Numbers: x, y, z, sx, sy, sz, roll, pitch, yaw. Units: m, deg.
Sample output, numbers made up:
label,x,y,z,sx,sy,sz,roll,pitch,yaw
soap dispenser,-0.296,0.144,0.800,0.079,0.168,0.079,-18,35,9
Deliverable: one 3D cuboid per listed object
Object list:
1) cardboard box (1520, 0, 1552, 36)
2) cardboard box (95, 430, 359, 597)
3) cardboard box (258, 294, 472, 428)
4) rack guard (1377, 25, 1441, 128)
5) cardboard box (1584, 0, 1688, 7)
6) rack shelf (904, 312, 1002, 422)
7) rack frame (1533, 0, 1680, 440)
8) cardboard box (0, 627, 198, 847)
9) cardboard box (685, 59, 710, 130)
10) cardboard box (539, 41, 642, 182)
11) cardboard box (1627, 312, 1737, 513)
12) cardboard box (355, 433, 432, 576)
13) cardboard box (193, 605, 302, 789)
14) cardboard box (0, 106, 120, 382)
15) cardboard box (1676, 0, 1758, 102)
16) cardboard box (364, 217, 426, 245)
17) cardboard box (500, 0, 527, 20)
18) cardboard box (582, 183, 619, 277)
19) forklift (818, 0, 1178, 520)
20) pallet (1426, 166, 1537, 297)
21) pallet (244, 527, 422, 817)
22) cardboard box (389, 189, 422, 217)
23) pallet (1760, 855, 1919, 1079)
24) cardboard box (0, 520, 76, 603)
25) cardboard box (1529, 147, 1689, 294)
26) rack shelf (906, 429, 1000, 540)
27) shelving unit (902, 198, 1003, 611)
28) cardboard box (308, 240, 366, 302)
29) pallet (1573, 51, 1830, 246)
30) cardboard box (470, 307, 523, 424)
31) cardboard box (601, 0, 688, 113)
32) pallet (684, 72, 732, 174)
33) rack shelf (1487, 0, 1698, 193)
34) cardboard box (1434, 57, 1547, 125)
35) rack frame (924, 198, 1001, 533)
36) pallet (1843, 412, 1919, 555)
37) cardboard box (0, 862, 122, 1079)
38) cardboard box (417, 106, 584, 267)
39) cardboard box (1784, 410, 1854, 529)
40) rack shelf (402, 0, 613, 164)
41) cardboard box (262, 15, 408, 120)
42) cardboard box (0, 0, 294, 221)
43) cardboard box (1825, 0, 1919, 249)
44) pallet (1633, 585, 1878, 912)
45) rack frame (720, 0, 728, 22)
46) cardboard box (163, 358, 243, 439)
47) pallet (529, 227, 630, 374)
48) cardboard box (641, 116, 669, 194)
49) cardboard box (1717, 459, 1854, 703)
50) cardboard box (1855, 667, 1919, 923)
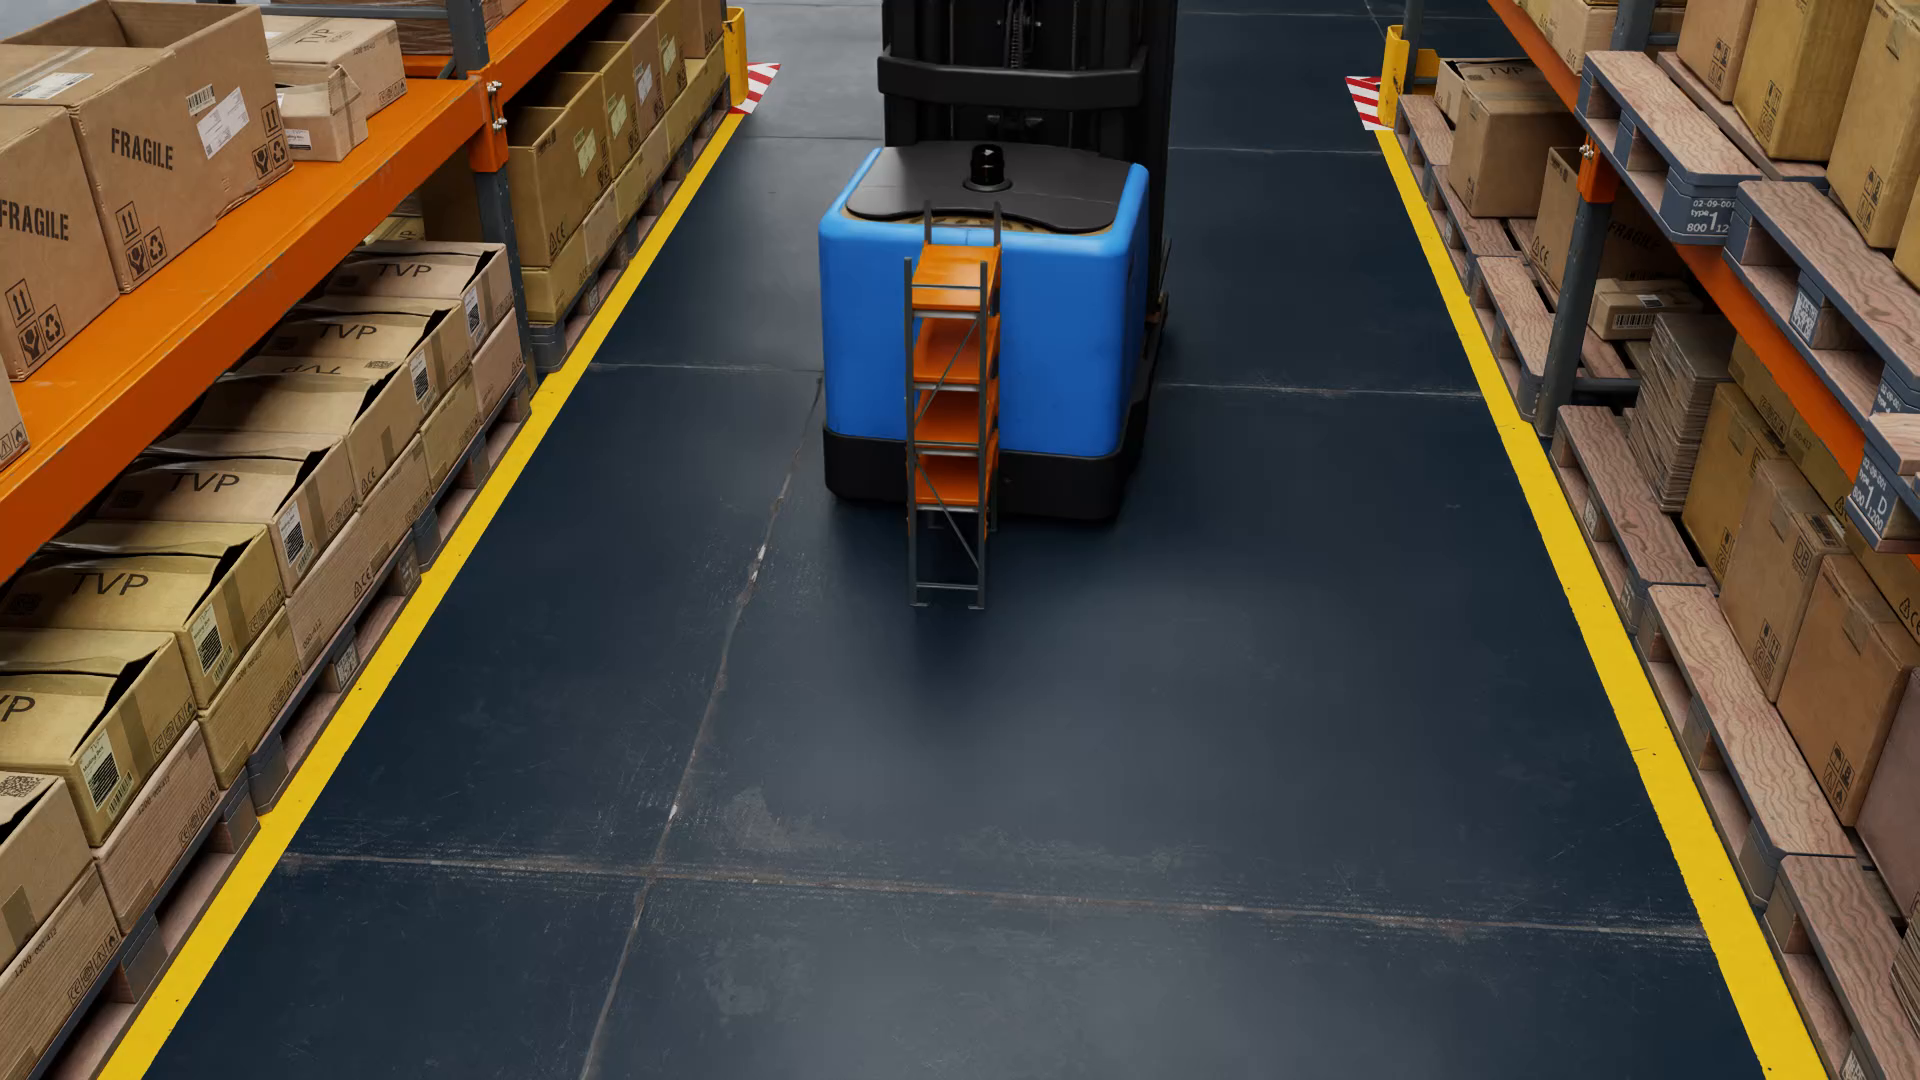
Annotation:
label,x,y,z,sx,sy,sz,roll,pitch,yaw
cardboard box,2.510,-2.139,6.486,0.500,0.250,0.500,3,32,4
cardboard box,-2.083,-0.110,4.756,0.500,0.311,0.500,2,32,3
cardboard box,-1.996,-0.634,5.605,0.500,0.311,0.500,3,32,5
rack guard,3.044,-2.661,9.592,1.175,0.500,0.348,2,32,4
cardboard box,2.455,-2.198,5.866,0.500,0.500,0.500,2,32,4
rack shelf,-0.016,-0.552,5.204,0.258,0.148,0.480,3,32,5
rack frame,2.725,-1.673,5.606,1.000,3.000,0.127,2,32,4
cardboard box,-2.169,0.425,3.887,0.500,0.311,0.500,2,32,3
cardboard box,-1.665,-2.428,9.051,0.500,0.250,0.500,2,32,4
cardboard box,-1.782,-1.963,7.581,0.500,0.500,0.500,2,32,4
cardboard box,2.682,-0.411,5.521,0.700,0.500,0.500,3,32,6
cardboard box,-2.042,-0.130,5.323,0.500,0.250,0.500,3,32,5
cardboard box,-2.127,0.404,4.456,0.500,0.250,0.500,2,32,3
cardboard box,-2.418,-0.712,3.951,0.500,0.500,0.500,1,32,1
cardboard box,2.650,-1.639,5.035,0.700,0.500,0.500,3,32,4
cardboard box,-2.393,-1.143,6.966,0.500,0.250,0.500,2,32,4
cardboard box,-2.146,-2.434,6.745,0.700,0.500,0.500,2,32,3
cardboard box,-1.827,-1.382,7.354,0.500,0.250,0.500,2,32,4
forklift,0.299,-2.077,6.326,1.130,2.935,3.031,6,32,9
pallet,2.841,-1.479,7.948,1.003,0.211,1.213,2,32,4
pallet,-2.330,0.331,5.012,1.003,0.211,1.213,2,32,4
cardboard box,-2.340,-1.723,7.193,0.500,0.500,0.500,2,32,4
pallet,2.464,1.197,3.607,1.003,0.211,1.213,2,32,4
cardboard box,-2.661,0.141,4.348,0.500,0.311,0.500,2,32,4
cardboard box,2.770,-1.341,7.030,0.500,0.500,0.500,0,32,0
rack shelf,-0.017,-0.193,5.425,0.258,0.148,0.480,3,32,5
shelving unit,-0.016,-0.419,5.286,0.258,1.200,0.503,3,32,5
cardboard box,-2.495,-0.925,6.077,0.500,0.311,0.500,3,32,4
pallet,2.518,-1.198,5.018,1.003,0.211,1.213,2,32,4
cardboard box,-1.957,-0.662,6.186,0.500,0.250,0.500,2,32,4
cardboard box,-1.701,-2.486,8.430,0.500,0.500,0.500,2,32,4
pallet,-1.907,-2.386,9.420,1.003,0.211,1.213,2,32,4
rack shelf,2.888,-2.413,7.492,1.077,0.370,4.000,2,32,4
cardboard box,2.905,-2.450,9.010,0.500,0.311,0.500,-1,32,-2
rack frame,0.008,-0.546,5.493,0.240,1.200,0.015,3,32,5
pallet,2.351,0.123,2.875,1.213,0.211,1.003,2,32,4
cardboard box,-2.203,0.939,3.588,0.500,0.250,0.500,2,32,4
cardboard box,-1.863,-1.440,6.733,0.500,0.500,0.500,2,32,4
cardboard box,2.611,-0.228,4.509,0.500,0.250,0.500,2,32,3
rack shelf,-2.050,-2.623,7.832,1.077,0.370,4.000,2,32,4
cardboard box,-2.209,-1.560,5.565,0.500,0.250,0.500,4,32,7
cardboard box,-2.334,-1.249,4.823,0.500,0.500,0.500,5,32,8
cardboard box,2.574,-1.001,4.001,0.700,0.500,0.500,7,32,11
pallet,2.566,0.560,4.639,1.003,0.211,1.213,2,32,4
rack frame,-1.887,-3.975,9.341,1.000,3.000,0.127,2,32,4
cardboard box,-2.581,-0.392,5.214,0.500,0.311,0.500,1,32,2
pallet,-2.106,-1.110,7.350,1.003,0.211,1.213,2,32,4
cardboard box,-1.746,-1.905,8.203,0.500,0.250,0.500,2,32,4
cardboard box,2.608,0.126,4.649,0.700,0.500,0.500,3,32,5
cardboard box,2.564,0.652,3.796,0.700,0.500,0.500,2,32,4
